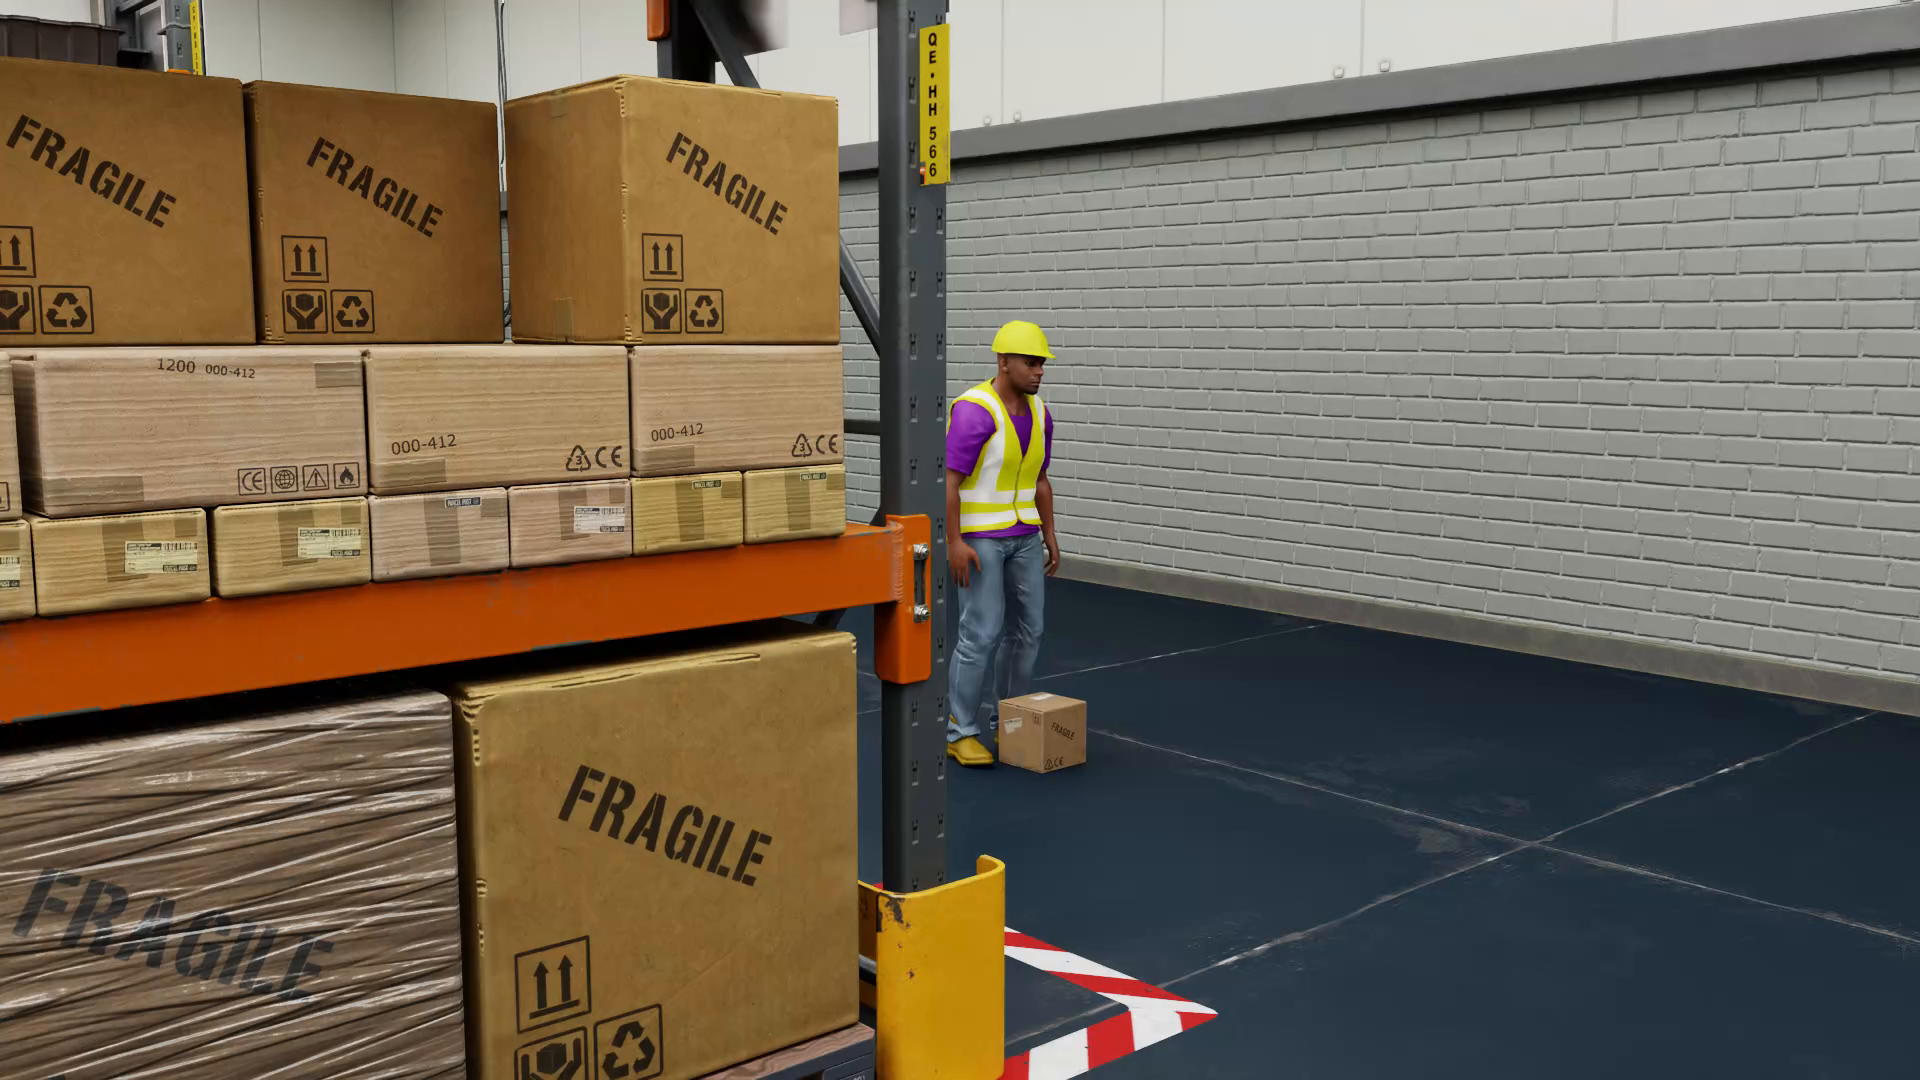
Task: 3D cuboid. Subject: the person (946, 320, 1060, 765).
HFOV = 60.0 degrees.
[{"bbox_3d":[0.178,-0.002,6.729,0.633,1.759,0.462,-7,10,-44],"label":"person"}]
